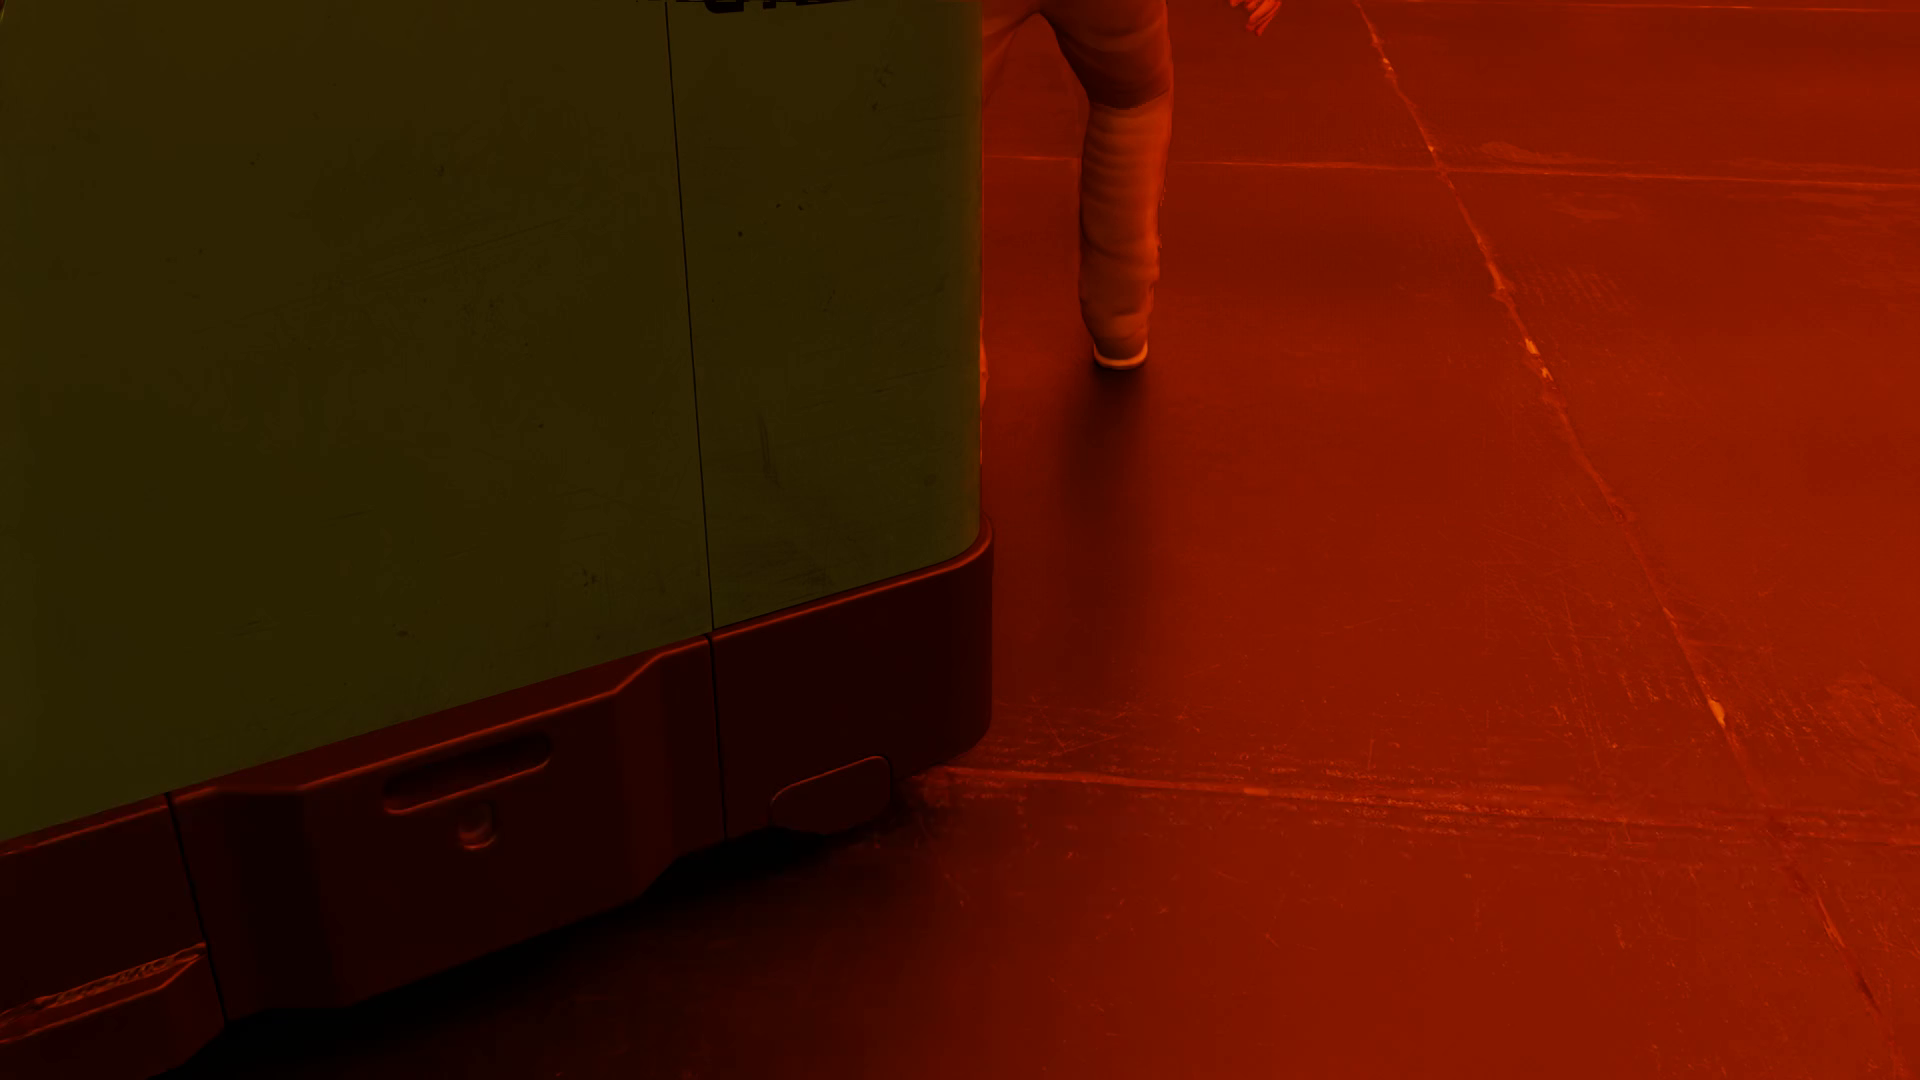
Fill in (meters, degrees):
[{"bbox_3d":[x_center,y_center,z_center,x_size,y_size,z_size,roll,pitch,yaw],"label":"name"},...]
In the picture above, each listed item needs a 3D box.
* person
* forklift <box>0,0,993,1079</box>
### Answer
[{"bbox_3d":[0.165,-0.995,2.673,0.707,1.640,0.830,-2,27,-5],"label":"person"},{"bbox_3d":[-1.479,-0.857,0.934,3.031,2.935,1.130,-16,31,-29],"label":"forklift"}]
